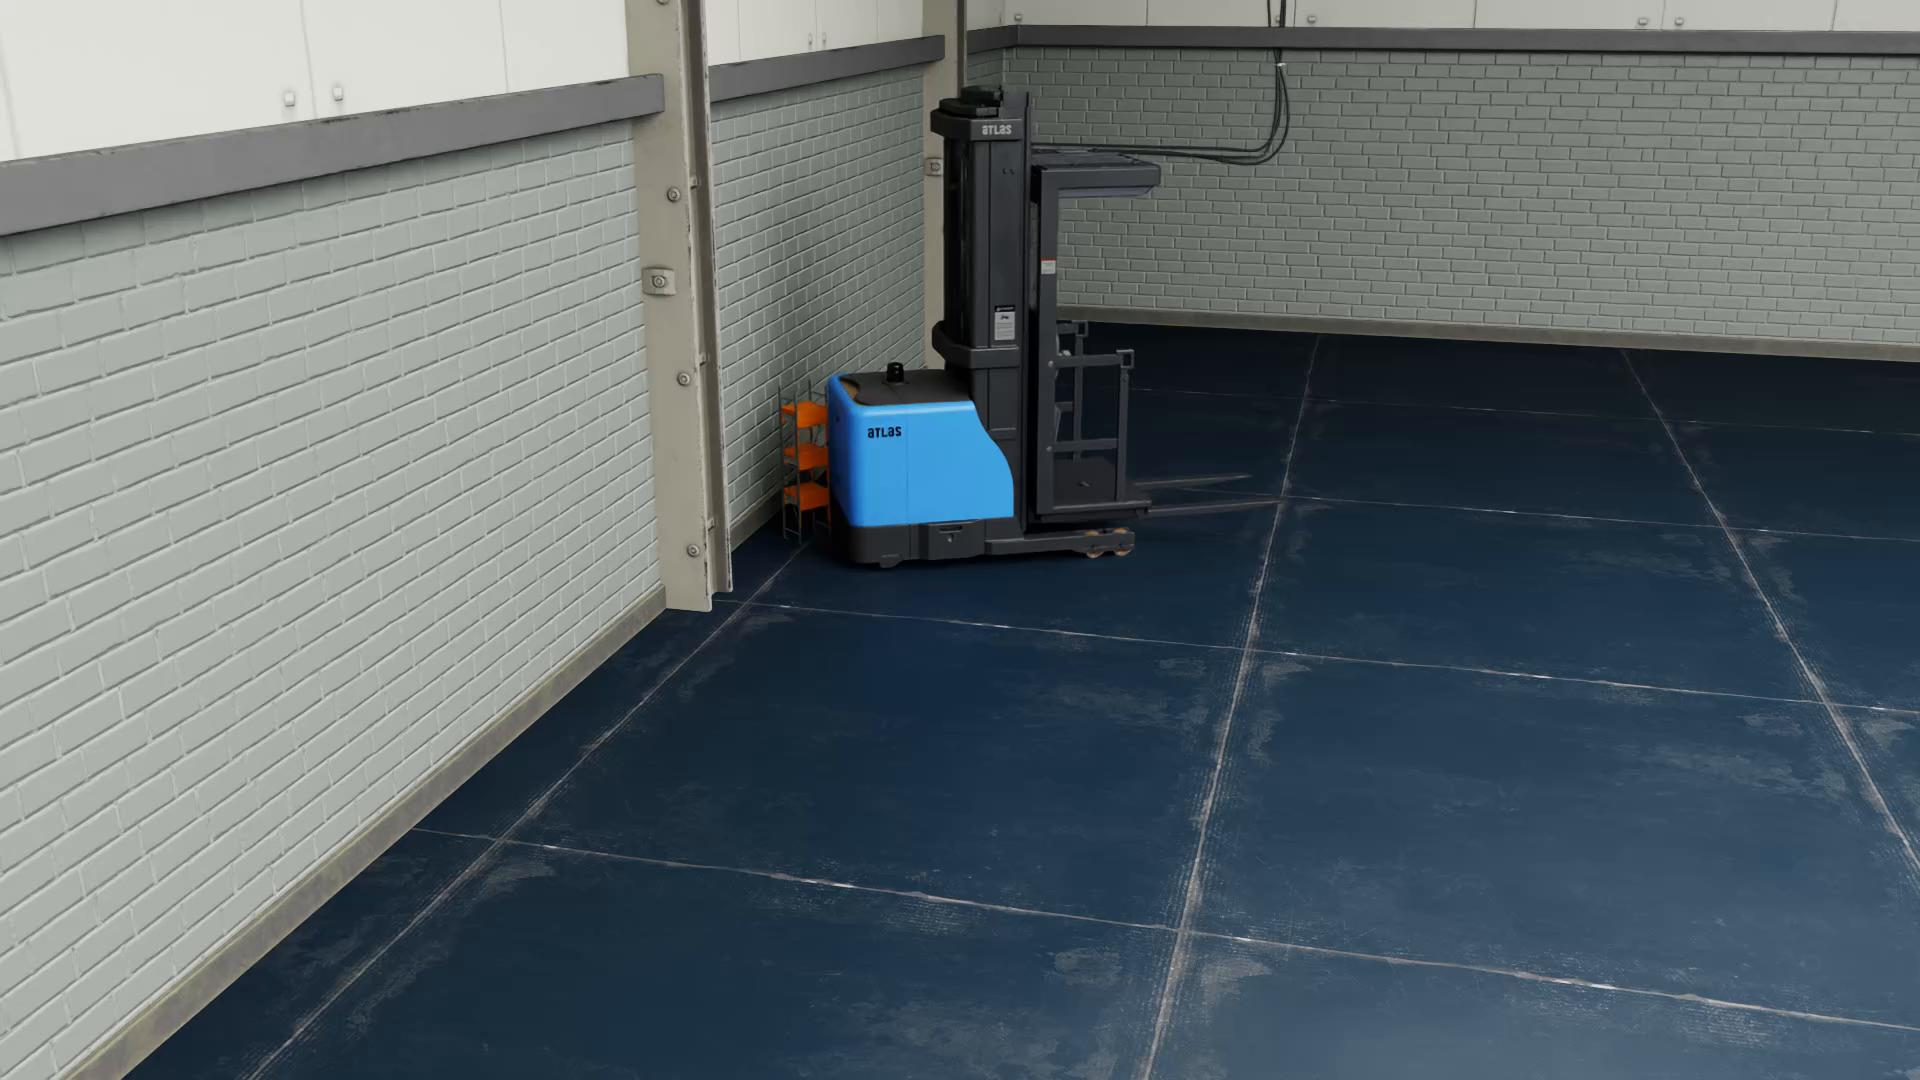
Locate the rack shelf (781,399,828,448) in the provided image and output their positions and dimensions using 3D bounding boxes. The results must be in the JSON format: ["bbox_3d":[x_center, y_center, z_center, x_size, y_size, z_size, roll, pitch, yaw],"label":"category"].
[{"bbox_3d":[-1.031,-0.771,10.977,0.240,0.259,0.215,-15,24,-38],"label":"rack shelf"}]

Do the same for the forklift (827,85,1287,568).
[{"bbox_3d":[0.671,-1.438,10.862,3.031,2.935,1.130,-4,19,-12],"label":"forklift"}]

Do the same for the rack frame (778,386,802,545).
[{"bbox_3d":[-1.124,-0.488,10.991,0.008,1.050,0.200,-15,24,-38],"label":"rack frame"}]

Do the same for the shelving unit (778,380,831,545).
[{"bbox_3d":[-1.031,-0.513,11.065,0.252,1.050,0.215,-15,24,-38],"label":"shelving unit"}]

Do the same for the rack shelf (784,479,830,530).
[{"bbox_3d":[-1.031,-0.240,11.158,0.240,0.259,0.215,-15,24,-38],"label":"rack shelf"}]

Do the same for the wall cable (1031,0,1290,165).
[{"bbox_3d":[1.867,-5.133,17.097,3.097,2.526,0.112,5,19,13],"label":"wall cable"}]

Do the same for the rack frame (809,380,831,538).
[{"bbox_3d":[-0.938,-0.538,11.139,0.008,1.050,0.200,-15,24,-38],"label":"rack frame"}]

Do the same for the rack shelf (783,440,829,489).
[{"bbox_3d":[-1.031,-0.503,11.068,0.240,0.259,0.215,-15,24,-38],"label":"rack shelf"}]

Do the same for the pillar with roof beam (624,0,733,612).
[{"bbox_3d":[2.573,-3.563,7.697,9.100,9.000,0.400,5,19,13],"label":"pillar with roof beam"}]

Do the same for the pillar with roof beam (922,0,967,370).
[{"bbox_3d":[4.039,-5.443,13.202,9.100,9.000,0.400,5,19,13],"label":"pillar with roof beam"}]
